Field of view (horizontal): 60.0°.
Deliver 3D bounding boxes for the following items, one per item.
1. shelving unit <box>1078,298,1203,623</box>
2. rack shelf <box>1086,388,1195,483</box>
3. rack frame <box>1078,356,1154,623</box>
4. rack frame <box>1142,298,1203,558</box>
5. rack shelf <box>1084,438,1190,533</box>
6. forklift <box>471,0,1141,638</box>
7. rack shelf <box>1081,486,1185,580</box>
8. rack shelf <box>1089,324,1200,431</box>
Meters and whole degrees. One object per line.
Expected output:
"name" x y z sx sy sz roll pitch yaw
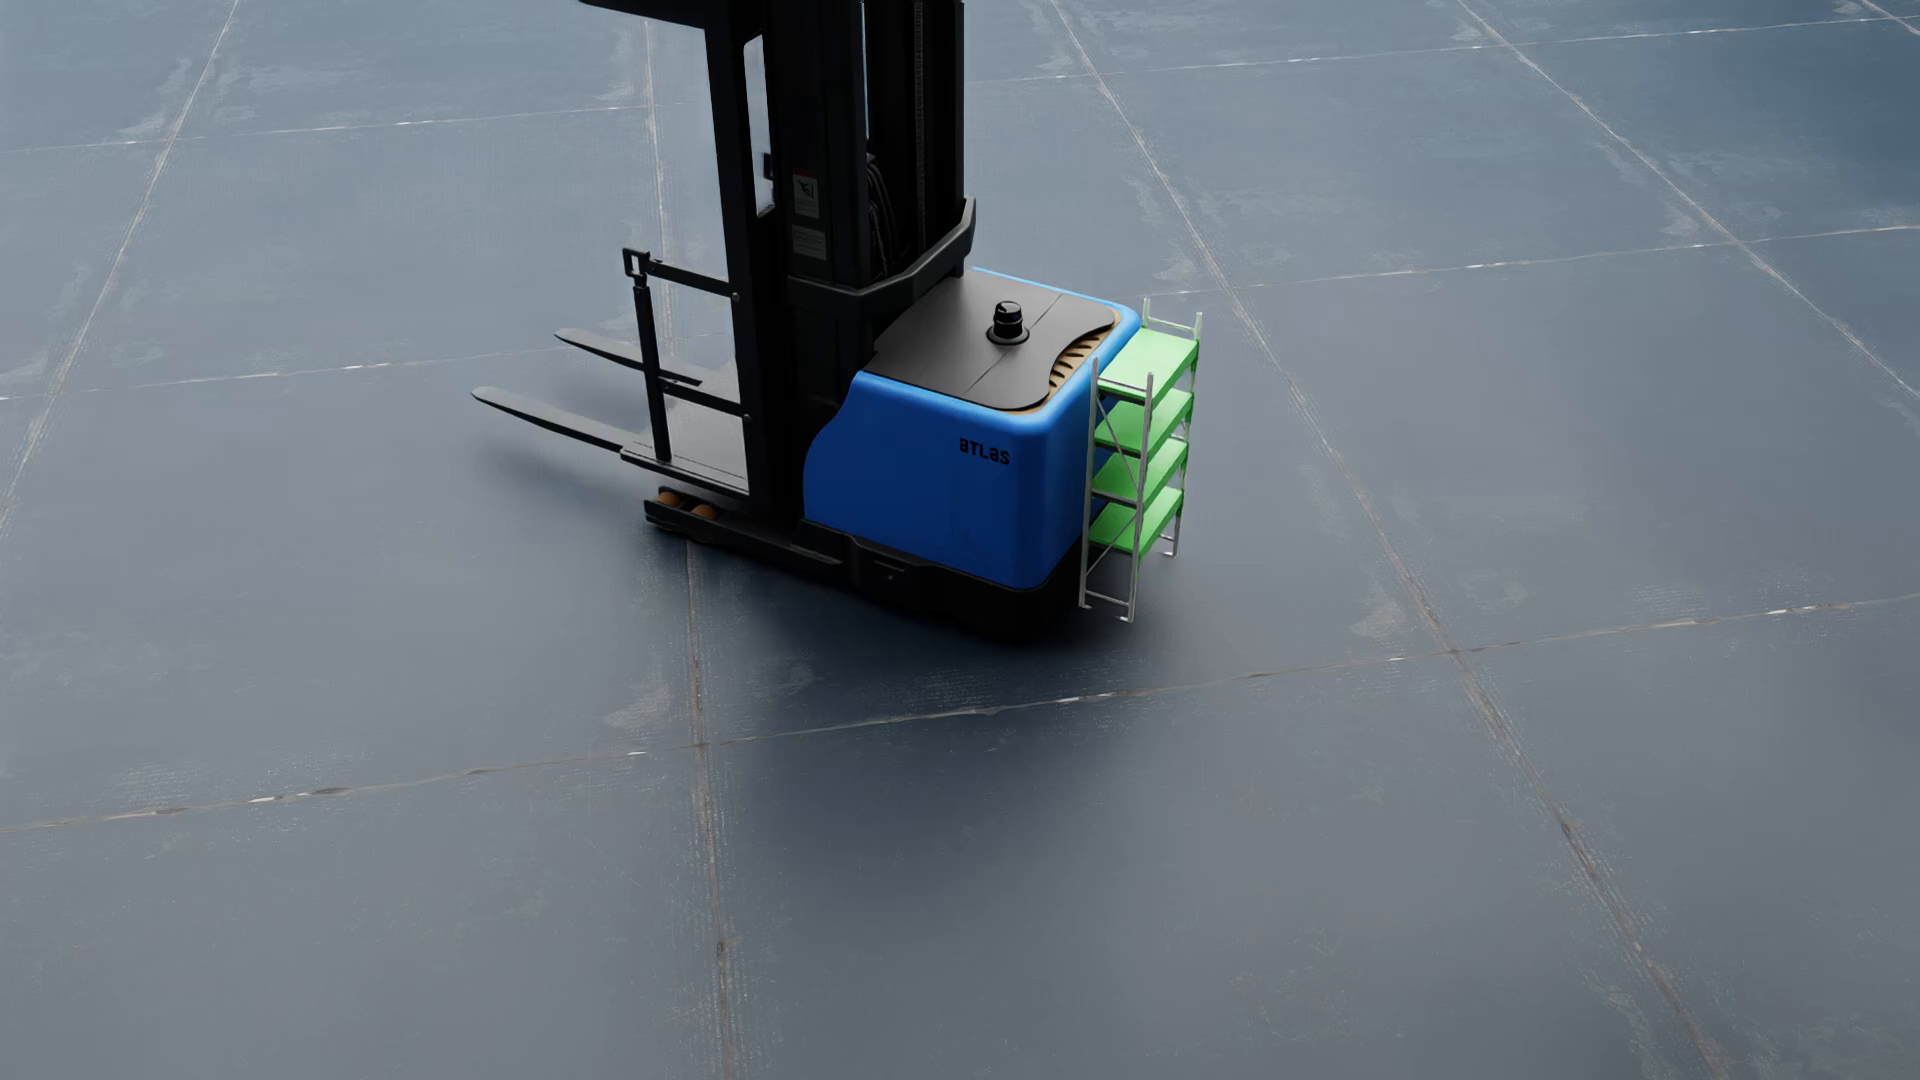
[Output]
"shelving unit" 0.715 -0.302 6.661 0.258 1.200 0.503 18 41 22
"rack shelf" 0.715 -0.441 6.553 0.258 0.148 0.480 18 41 22
"rack frame" 0.601 -0.170 6.491 0.240 1.200 0.015 18 41 22
"rack frame" 0.828 -0.435 6.832 0.240 1.200 0.015 18 41 22
"rack shelf" 0.715 -0.252 6.700 0.258 0.148 0.480 18 41 22
"forklift" -0.798 -1.409 6.675 3.031 2.935 1.130 18 41 22
"rack shelf" 0.715 -0.062 6.848 0.258 0.148 0.480 18 41 22
"rack shelf" 0.715 -0.631 6.406 0.258 0.148 0.480 18 41 22
